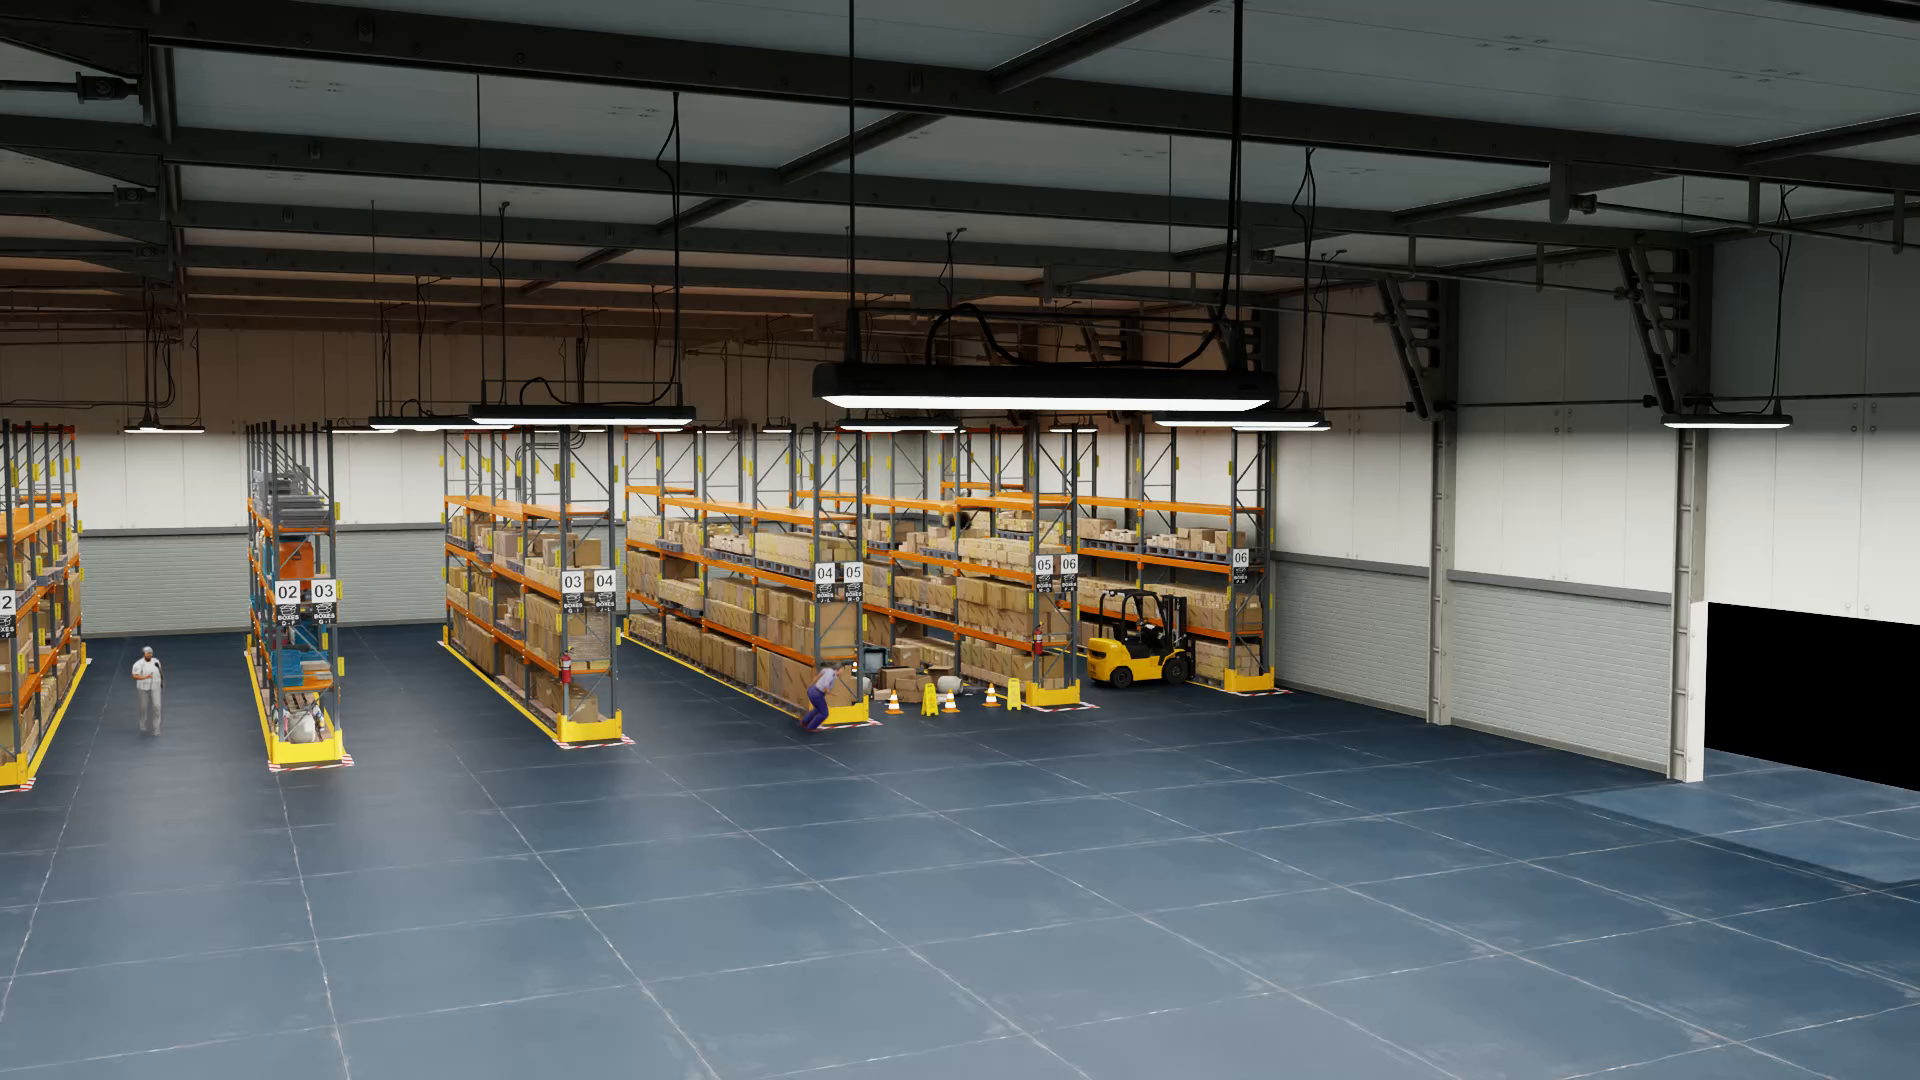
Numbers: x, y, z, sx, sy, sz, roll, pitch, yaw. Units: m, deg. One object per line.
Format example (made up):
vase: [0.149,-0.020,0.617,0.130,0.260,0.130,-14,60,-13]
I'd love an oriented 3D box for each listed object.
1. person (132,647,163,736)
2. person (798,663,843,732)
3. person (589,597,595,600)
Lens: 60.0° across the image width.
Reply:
person: [-15.600,2.895,31.941,0.550,1.723,0.841,-2,4,-35]
person: [-2.678,3.043,32.108,0.839,1.378,0.655,-1,4,-9]
person: [-9.691,2.015,45.160,0.688,1.752,0.716,-2,4,-30]
